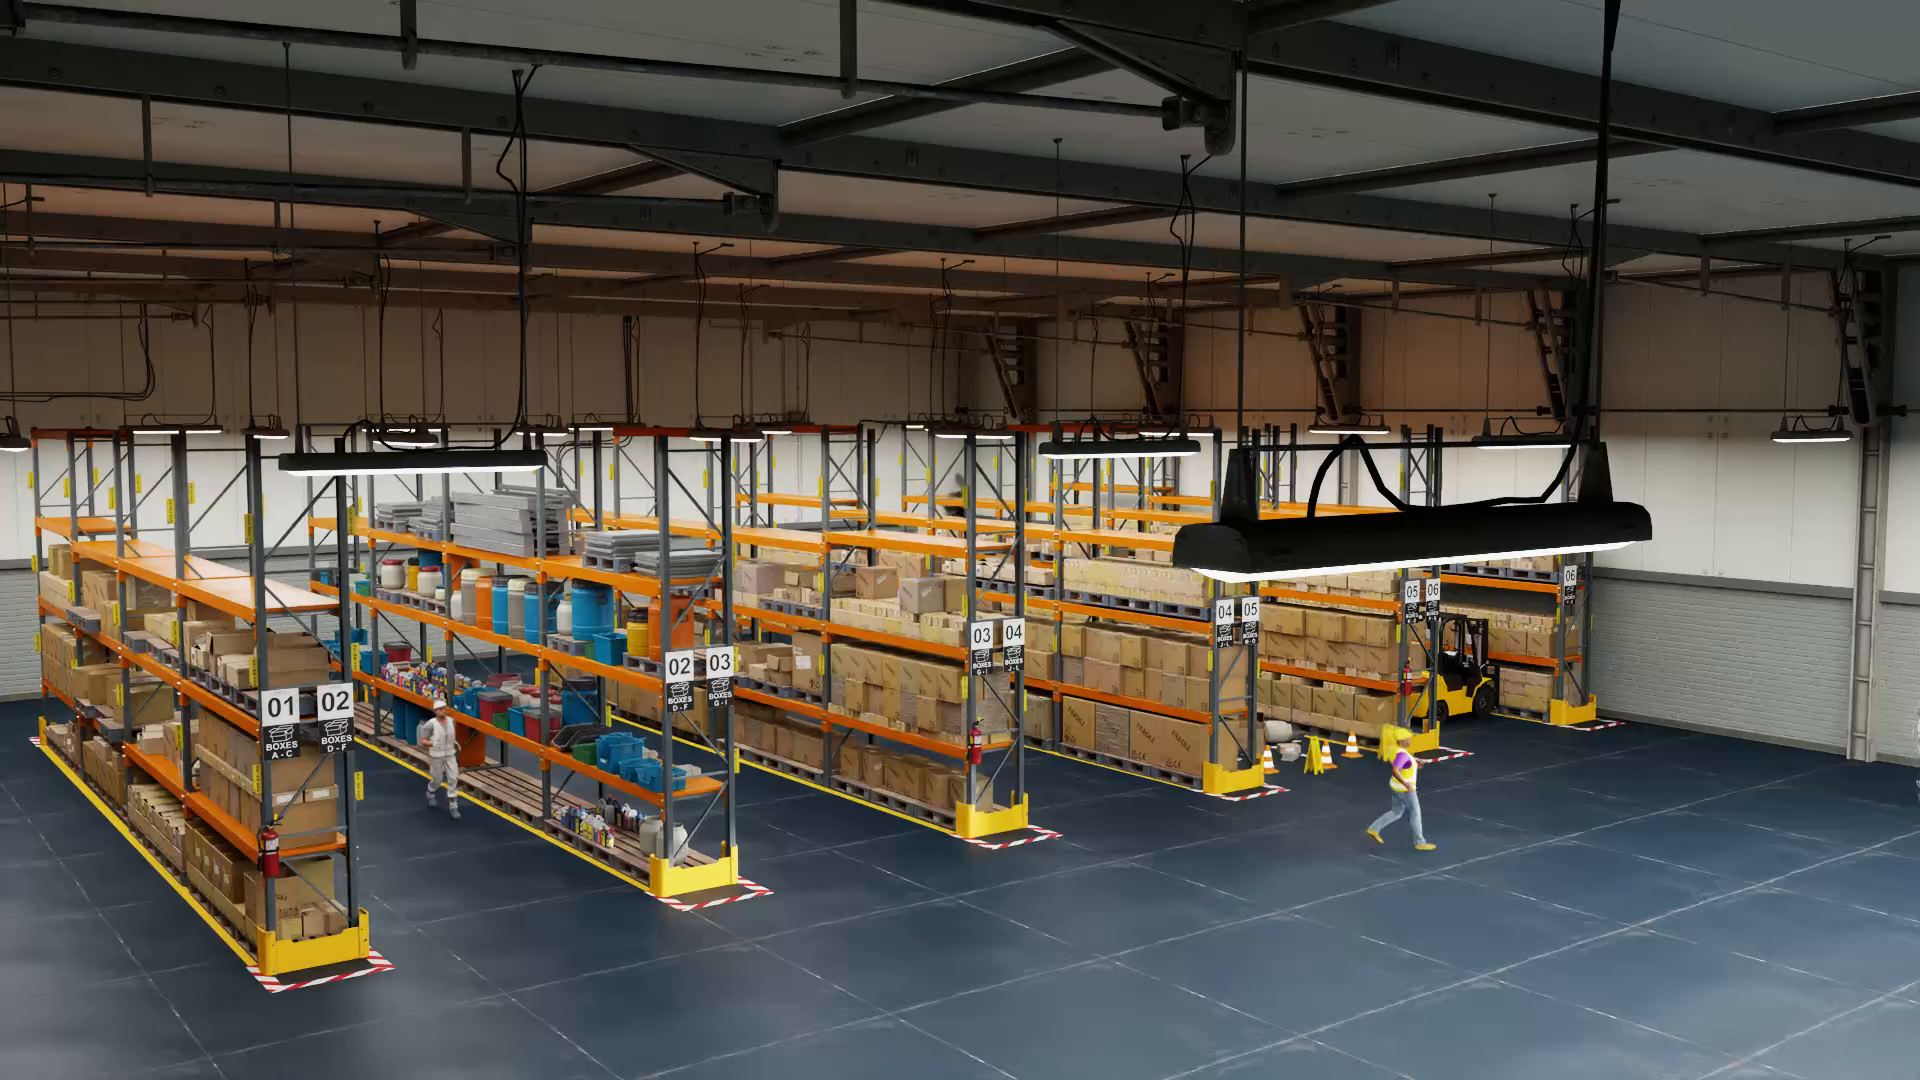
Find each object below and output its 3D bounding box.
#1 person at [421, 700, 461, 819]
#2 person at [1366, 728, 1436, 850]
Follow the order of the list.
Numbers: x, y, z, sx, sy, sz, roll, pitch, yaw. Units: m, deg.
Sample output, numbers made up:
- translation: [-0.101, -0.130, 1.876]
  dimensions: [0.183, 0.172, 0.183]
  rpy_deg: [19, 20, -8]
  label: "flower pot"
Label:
- translation: [-8.077, 3.387, 25.914]
  dimensions: [0.653, 1.799, 0.987]
  rpy_deg: [-4, 6, -40]
  label: "person"
- translation: [6.333, 3.559, 23.801]
  dimensions: [0.987, 1.745, 0.706]
  rpy_deg: [0, 4, -6]
  label: "person"
